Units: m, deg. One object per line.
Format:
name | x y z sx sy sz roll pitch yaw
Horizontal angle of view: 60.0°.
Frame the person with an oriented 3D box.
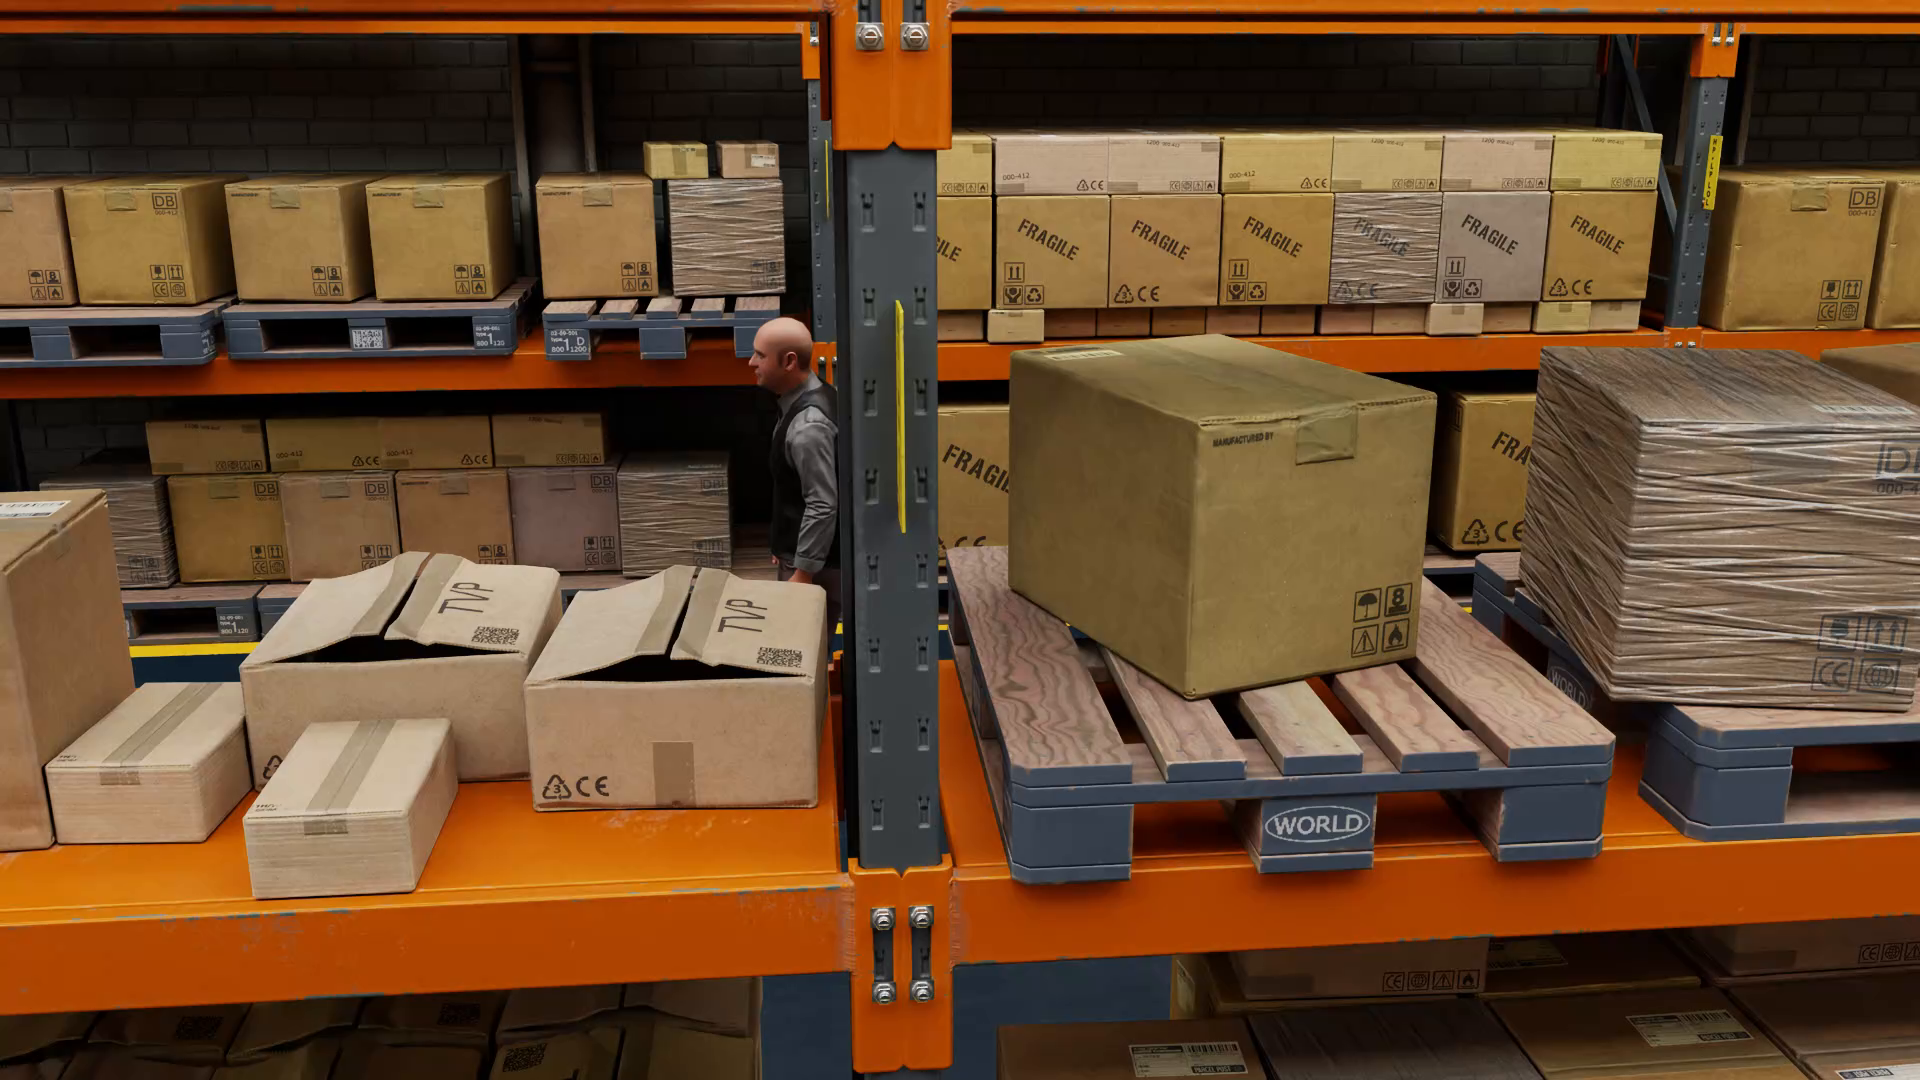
person | -0.517 0.073 5.835 0.415 1.722 0.592 -2 17 -8
